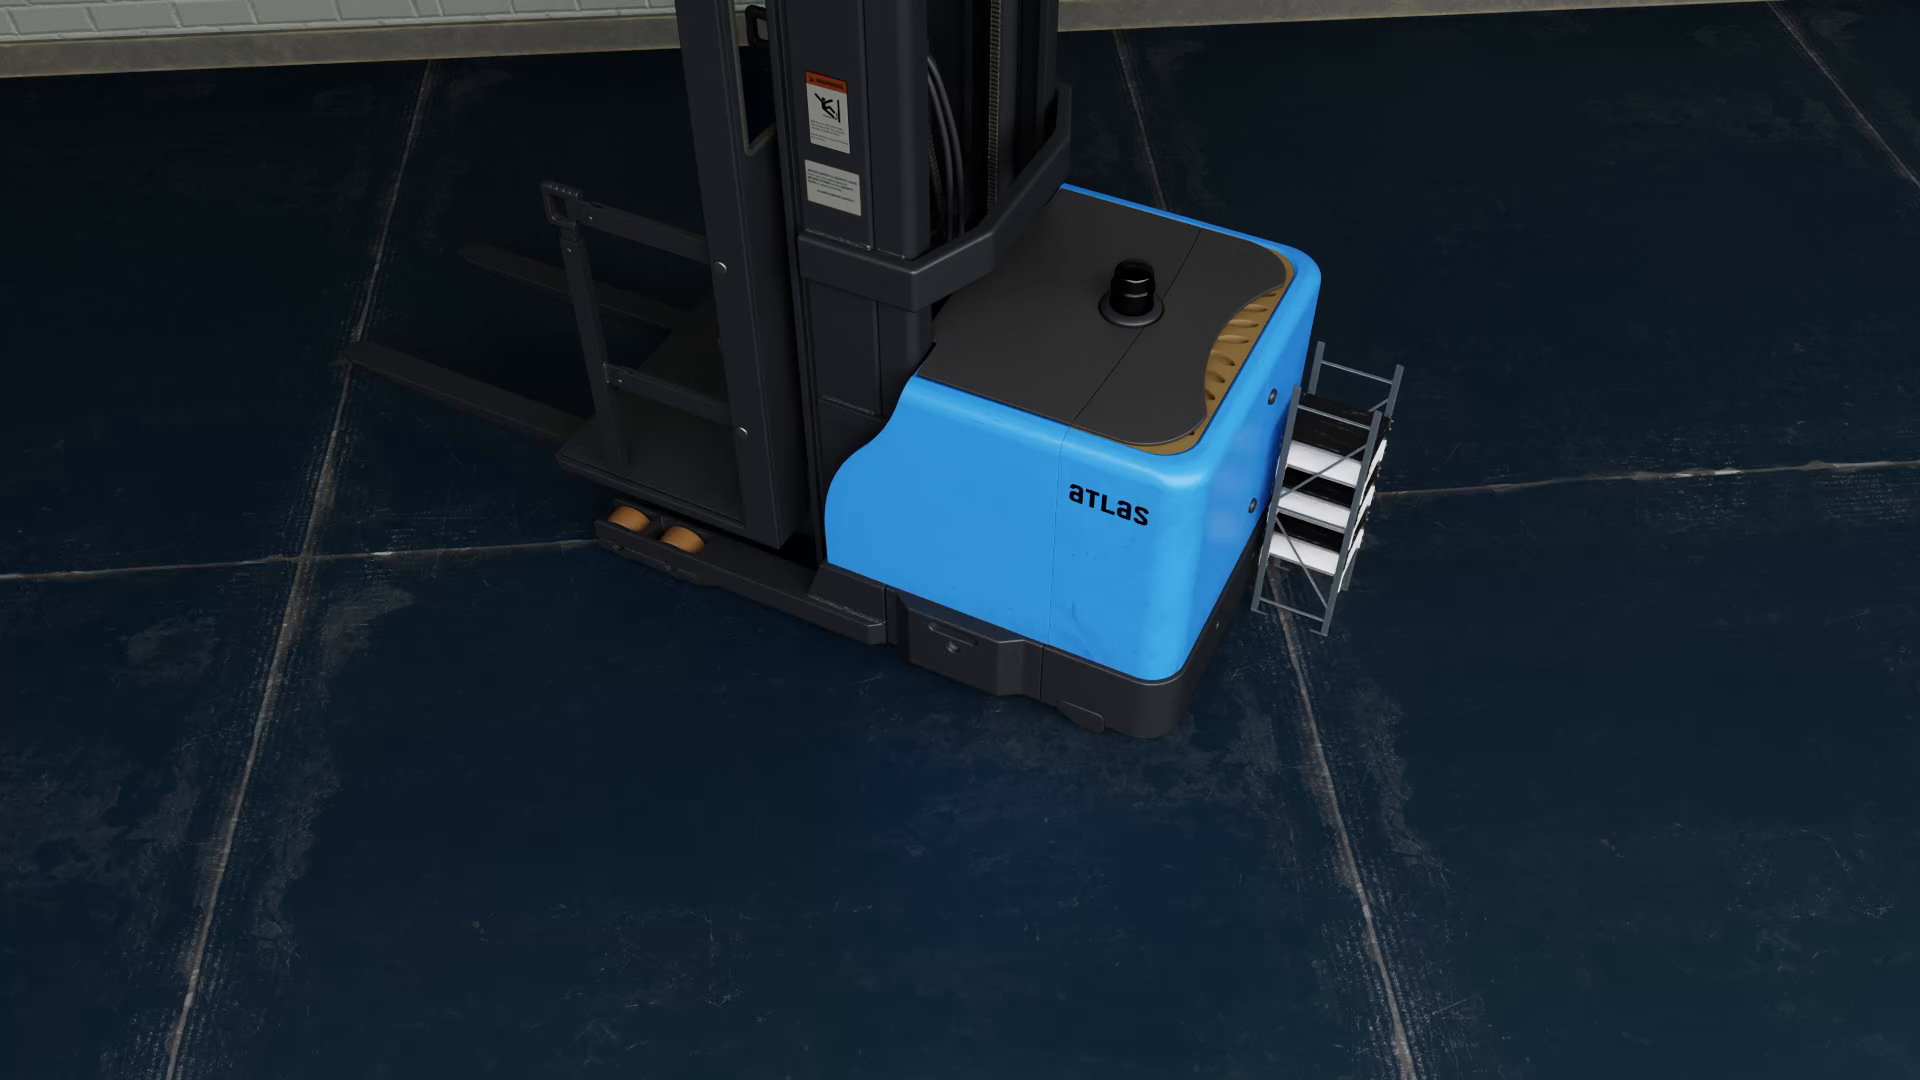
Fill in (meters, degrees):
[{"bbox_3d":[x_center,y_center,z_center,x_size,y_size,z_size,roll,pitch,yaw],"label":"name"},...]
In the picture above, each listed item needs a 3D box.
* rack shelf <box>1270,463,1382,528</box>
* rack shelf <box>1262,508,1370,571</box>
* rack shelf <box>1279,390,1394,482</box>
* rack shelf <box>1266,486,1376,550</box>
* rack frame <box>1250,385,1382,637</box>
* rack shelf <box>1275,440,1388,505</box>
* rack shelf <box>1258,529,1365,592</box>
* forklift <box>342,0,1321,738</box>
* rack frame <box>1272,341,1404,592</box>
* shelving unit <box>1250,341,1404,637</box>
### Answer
[{"bbox_3d":[1.035,-0.165,4.708,0.258,0.077,0.200,20,50,18],"label":"rack shelf"},{"bbox_3d":[1.035,-0.041,4.839,0.258,0.077,0.200,20,50,18],"label":"rack shelf"},{"bbox_3d":[1.035,-0.288,4.577,0.258,0.077,0.200,20,50,18],"label":"rack shelf"},{"bbox_3d":[1.035,-0.103,4.773,0.258,0.077,0.200,20,50,18],"label":"rack shelf"},{"bbox_3d":[0.990,-0.060,4.687,0.240,0.900,0.006,20,50,18],"label":"rack frame"},{"bbox_3d":[1.035,-0.226,4.643,0.258,0.077,0.200,20,50,18],"label":"rack shelf"},{"bbox_3d":[1.035,0.021,4.904,0.258,0.077,0.200,20,50,18],"label":"rack shelf"},{"bbox_3d":[-0.558,-1.209,4.376,3.031,2.935,1.130,20,50,18],"label":"forklift"},{"bbox_3d":[1.081,-0.192,4.812,0.240,0.900,0.006,20,50,18],"label":"rack frame"},{"bbox_3d":[1.035,-0.126,4.749,0.258,0.900,0.210,20,50,18],"label":"shelving unit"}]
